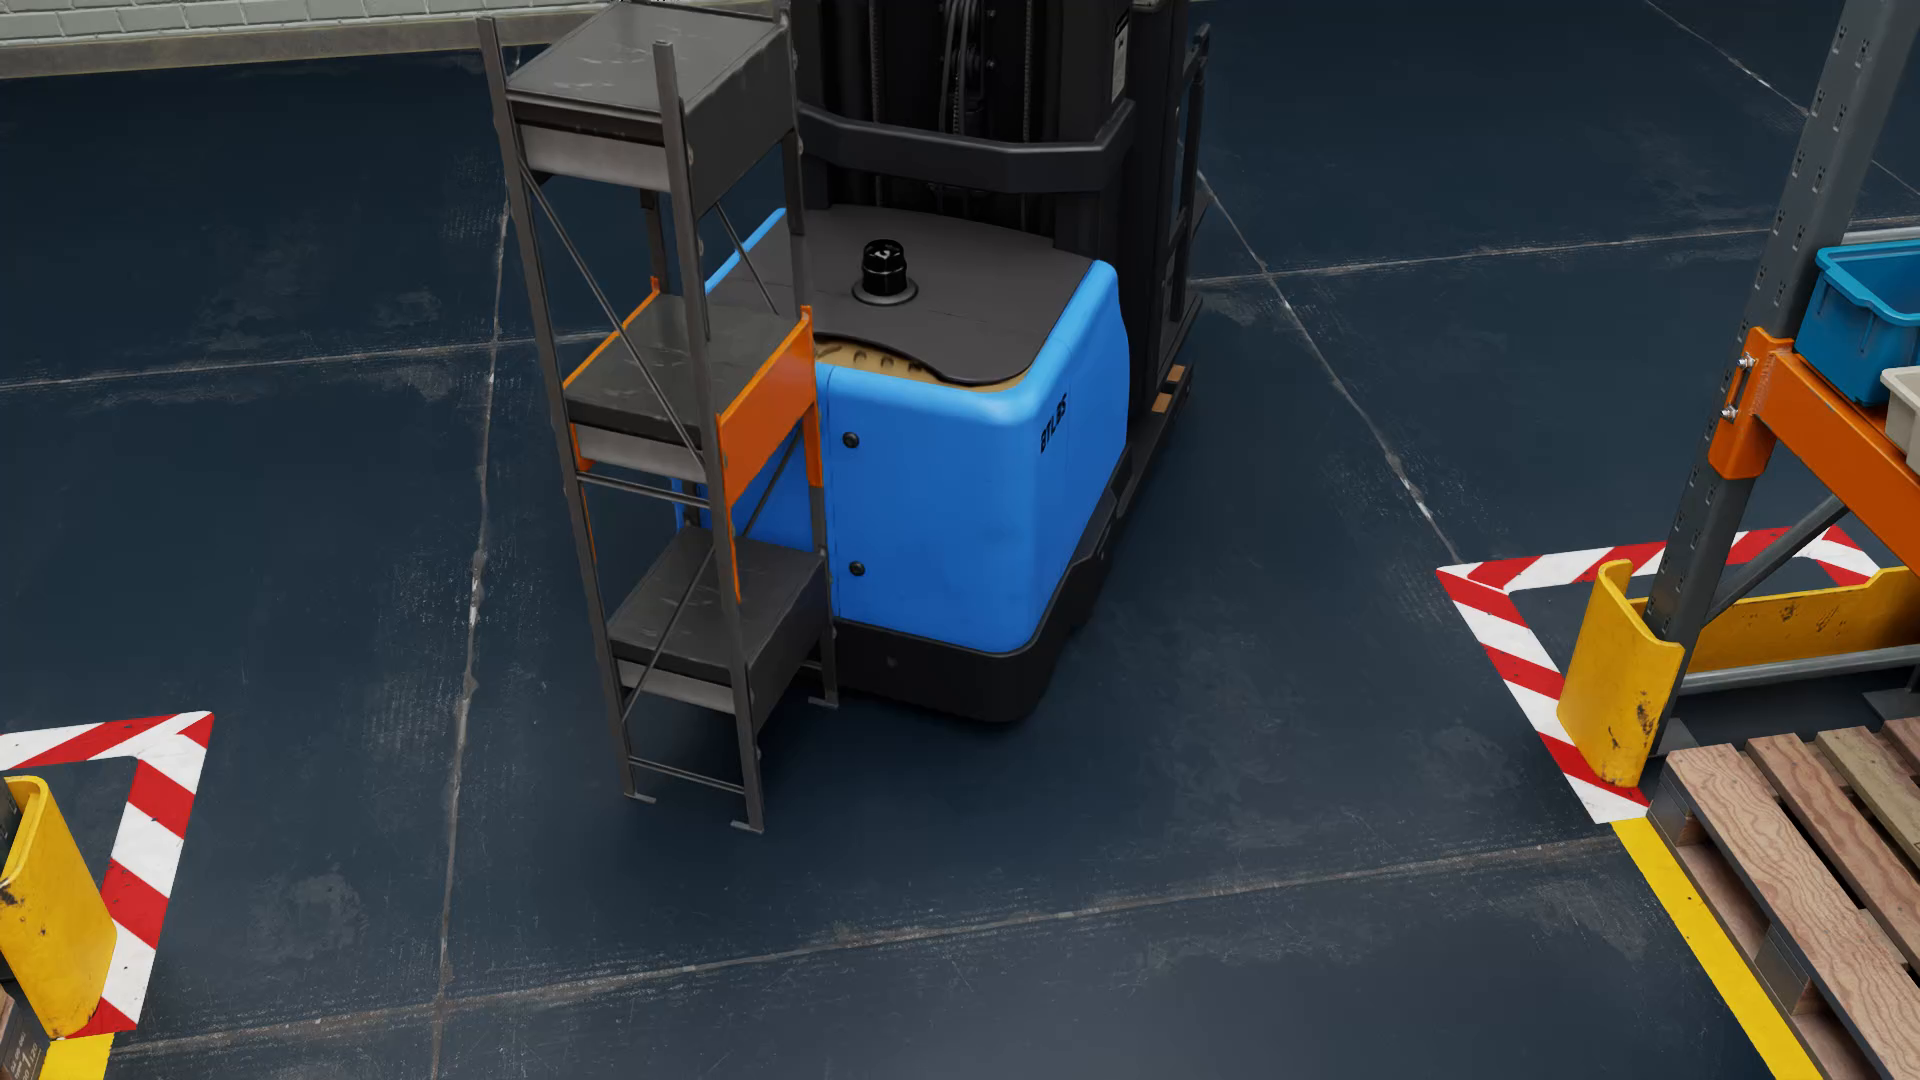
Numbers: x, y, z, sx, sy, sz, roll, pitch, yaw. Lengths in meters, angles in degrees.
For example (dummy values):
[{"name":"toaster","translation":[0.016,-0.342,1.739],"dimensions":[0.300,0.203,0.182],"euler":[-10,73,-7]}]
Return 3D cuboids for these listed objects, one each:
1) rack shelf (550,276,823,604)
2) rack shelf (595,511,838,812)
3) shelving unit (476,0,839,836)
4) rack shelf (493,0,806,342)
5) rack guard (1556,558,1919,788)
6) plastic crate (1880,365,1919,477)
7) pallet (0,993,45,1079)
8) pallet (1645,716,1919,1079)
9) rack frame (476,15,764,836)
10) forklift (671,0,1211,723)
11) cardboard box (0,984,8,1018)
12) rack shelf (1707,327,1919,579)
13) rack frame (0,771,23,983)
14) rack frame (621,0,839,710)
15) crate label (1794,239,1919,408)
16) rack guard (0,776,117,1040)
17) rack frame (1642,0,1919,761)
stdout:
[{"name":"rack shelf","translation":[-0.616,-0.239,3.863],"dimensions":[0.431,0.518,0.480],"euler":[13,40,16]},{"name":"rack shelf","translation":[-0.613,0.308,4.300],"dimensions":[0.431,0.518,0.480],"euler":[13,40,16]},{"name":"shelving unit","translation":[-0.616,-0.250,3.854],"dimensions":[0.431,2.100,0.503],"euler":[13,40,16]},{"name":"rack shelf","translation":[-0.619,-0.786,3.426],"dimensions":[0.431,0.518,0.480],"euler":[13,40,16]},{"name":"rack guard","translation":[2.254,0.300,4.457],"dimensions":[1.175,0.500,0.348],"euler":[-6,38,-8]},{"name":"plastic crate","translation":[1.965,-0.207,3.237],"dimensions":[0.250,0.136,0.298],"euler":[-6,38,-8]},{"name":"pallet","translation":[-2.452,1.485,3.167],"dimensions":[1.003,0.211,1.213],"euler":[-6,38,-8]},{"name":"pallet","translation":[2.377,0.929,3.882],"dimensions":[1.003,0.211,1.213],"euler":[-6,38,-8]},{"name":"rack frame","translation":[-0.699,-0.106,3.675],"dimensions":[0.400,2.100,0.015],"euler":[13,40,16]},{"name":"forklift","translation":[0.179,-1.571,4.883],"dimensions":[1.130,2.935,3.031],"euler":[12,39,15]},{"name":"cardboard box","translation":[-2.269,0.972,3.233],"dimensions":[0.500,0.500,0.500],"euler":[-6,38,-8]},{"name":"rack shelf","translation":[2.622,0.818,2.339],"dimensions":[1.077,0.370,4.000],"euler":[-6,38,-8]},{"name":"rack frame","translation":[-2.606,-0.144,2.990],"dimensions":[1.000,3.000,0.127],"euler":[-6,38,-8]},{"name":"rack frame","translation":[-0.533,-0.393,4.033],"dimensions":[0.400,2.100,0.015],"euler":[13,40,16]},{"name":"crate label","translation":[1.990,-0.447,3.468],"dimensions":[0.416,0.233,0.303],"euler":[-6,38,-8]},{"name":"rack guard","translation":[-2.593,0.889,3.698],"dimensions":[1.175,0.500,0.348],"euler":[-6,38,-8]},{"name":"rack frame","translation":[2.271,-0.674,3.673],"dimensions":[1.000,3.000,0.127],"euler":[-6,38,-8]}]
